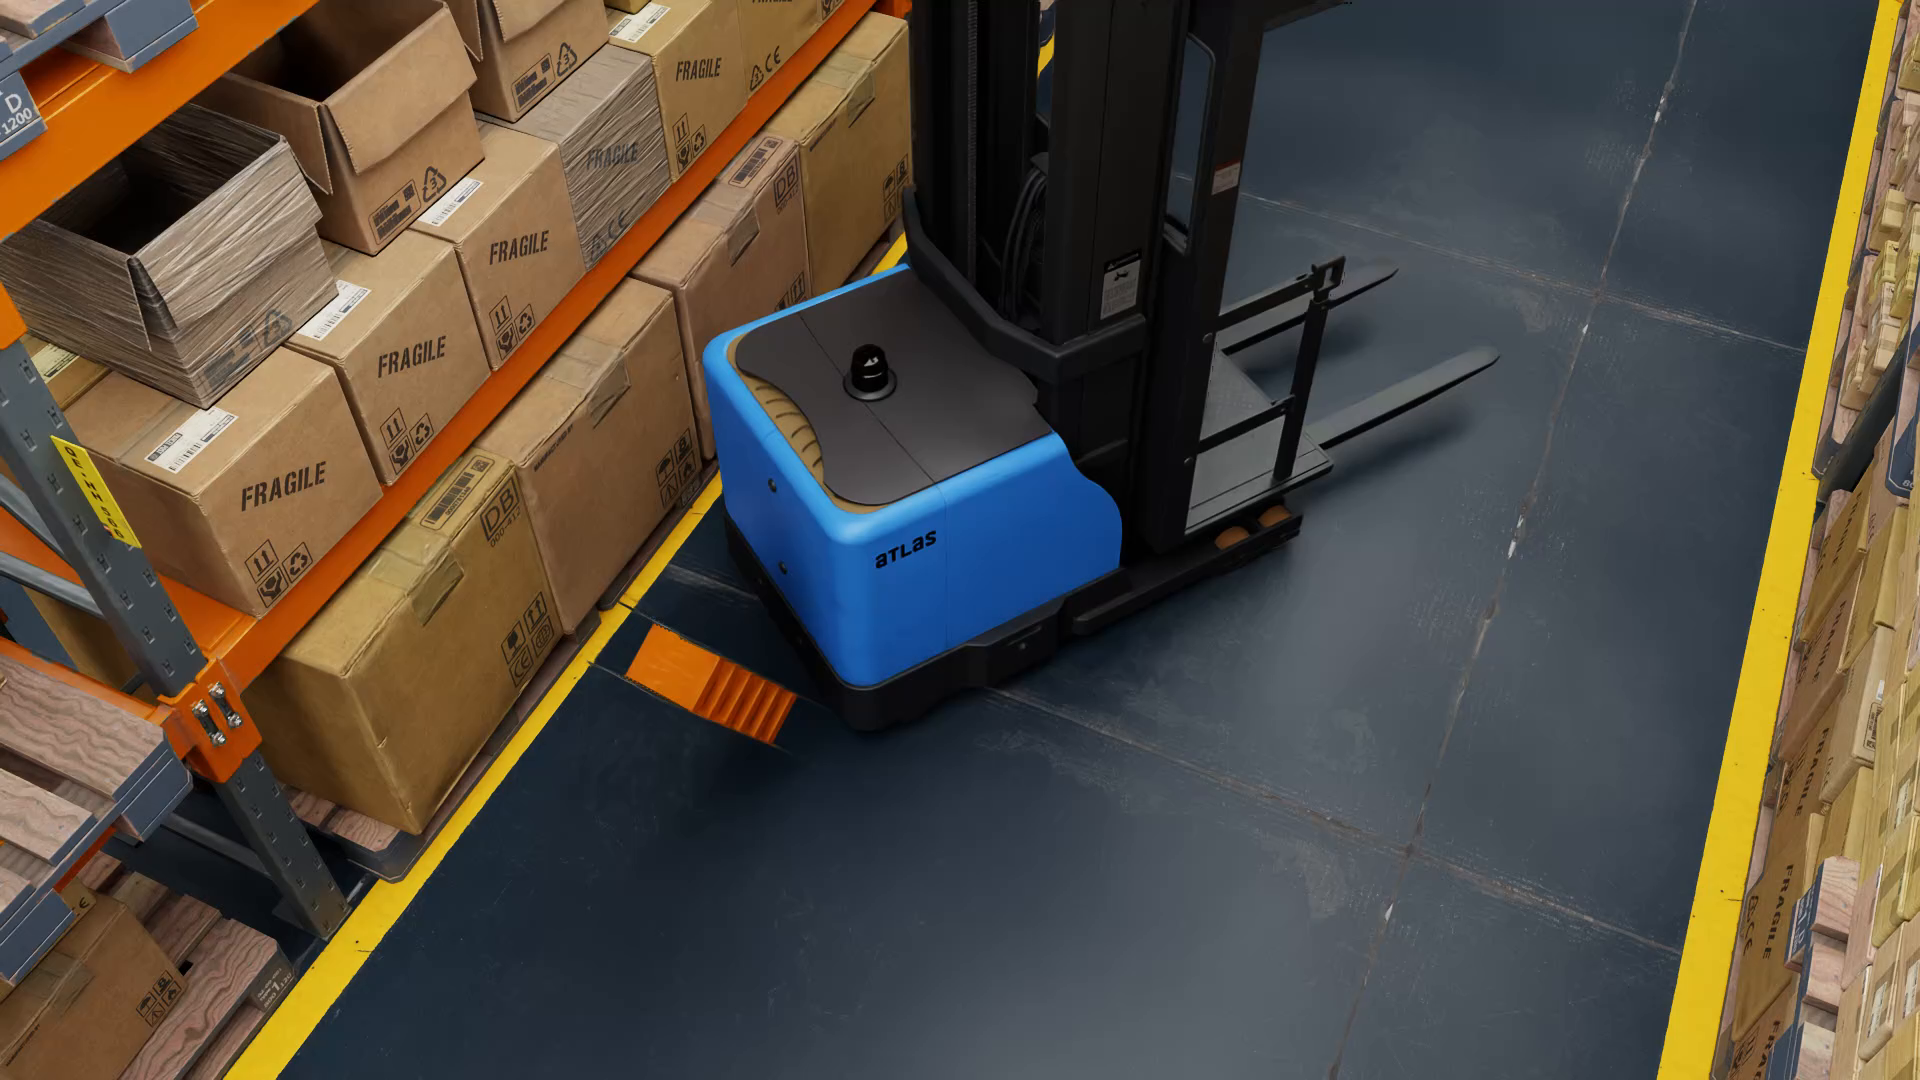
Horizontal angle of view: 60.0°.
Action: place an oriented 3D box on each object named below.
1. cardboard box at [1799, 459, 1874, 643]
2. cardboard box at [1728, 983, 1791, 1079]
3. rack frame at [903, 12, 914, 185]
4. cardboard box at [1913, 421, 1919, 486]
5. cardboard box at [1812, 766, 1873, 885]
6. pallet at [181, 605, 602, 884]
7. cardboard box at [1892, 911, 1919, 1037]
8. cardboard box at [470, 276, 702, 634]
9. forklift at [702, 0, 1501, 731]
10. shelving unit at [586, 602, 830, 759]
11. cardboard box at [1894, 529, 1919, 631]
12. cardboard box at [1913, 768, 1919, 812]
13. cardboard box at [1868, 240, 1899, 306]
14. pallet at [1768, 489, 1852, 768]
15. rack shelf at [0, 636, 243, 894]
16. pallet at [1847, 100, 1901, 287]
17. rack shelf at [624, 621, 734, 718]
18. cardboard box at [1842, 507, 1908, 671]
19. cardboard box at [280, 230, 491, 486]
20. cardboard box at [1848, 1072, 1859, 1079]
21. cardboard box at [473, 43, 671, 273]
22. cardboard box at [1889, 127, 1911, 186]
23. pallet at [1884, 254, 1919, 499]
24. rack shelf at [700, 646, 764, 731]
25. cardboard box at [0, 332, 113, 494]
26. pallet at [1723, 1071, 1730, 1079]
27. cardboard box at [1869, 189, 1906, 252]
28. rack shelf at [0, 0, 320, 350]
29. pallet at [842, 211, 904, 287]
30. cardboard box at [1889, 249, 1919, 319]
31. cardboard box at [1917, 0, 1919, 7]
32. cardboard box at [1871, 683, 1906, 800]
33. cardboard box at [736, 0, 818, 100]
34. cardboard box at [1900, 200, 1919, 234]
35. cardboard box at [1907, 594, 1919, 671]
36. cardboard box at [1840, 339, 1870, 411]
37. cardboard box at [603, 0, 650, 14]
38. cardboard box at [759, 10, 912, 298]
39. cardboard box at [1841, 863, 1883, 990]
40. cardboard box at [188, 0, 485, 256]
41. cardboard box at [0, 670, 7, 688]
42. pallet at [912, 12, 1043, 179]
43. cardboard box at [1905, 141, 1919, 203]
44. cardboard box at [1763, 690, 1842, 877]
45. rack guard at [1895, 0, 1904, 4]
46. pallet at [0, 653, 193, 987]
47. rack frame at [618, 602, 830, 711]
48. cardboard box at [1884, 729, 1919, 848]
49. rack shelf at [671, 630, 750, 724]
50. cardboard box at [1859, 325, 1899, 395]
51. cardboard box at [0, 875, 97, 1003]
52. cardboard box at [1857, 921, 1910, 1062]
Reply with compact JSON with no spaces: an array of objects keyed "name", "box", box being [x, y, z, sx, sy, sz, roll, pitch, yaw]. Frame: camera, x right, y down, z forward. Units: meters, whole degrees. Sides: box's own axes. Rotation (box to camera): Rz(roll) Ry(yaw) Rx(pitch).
[{"name":"cardboard box","box":[3.200,0.103,5.559,0.500,0.500,0.500,22,53,17]},{"name":"cardboard box","box":[2.316,1.540,4.336,0.500,0.500,0.500,22,53,18]},{"name":"rack frame","box":[-0.686,-2.677,6.558,1.000,3.000,0.127,20,52,16]},{"name":"cardboard box","box":[2.731,-0.215,4.353,0.380,0.149,0.250,18,52,15]},{"name":"cardboard box","box":[2.539,0.939,4.354,0.500,0.250,0.500,21,53,17]},{"name":"pallet","box":[-1.990,0.463,5.718,1.003,0.211,1.213,20,52,16]},{"name":"cardboard box","box":[1.951,0.854,3.052,0.380,0.149,0.250,19,52,16]},{"name":"cardboard box","box":[-1.694,-0.450,5.783,1.225,0.875,0.875,20,52,16]},{"name":"forklift","box":[0.675,-1.164,5.316,3.031,2.935,1.130,-25,54,-20]},{"name":"shelving unit","box":[-0.735,0.456,5.109,0.258,1.200,0.189,25,83,20]},{"name":"cardboard box","box":[2.508,0.147,4.045,0.380,0.149,0.250,18,52,14]},{"name":"cardboard box","box":[2.173,0.489,3.363,0.380,0.149,0.250,21,53,17]},{"name":"cardboard box","box":[3.805,-1.003,6.535,0.380,0.149,0.250,18,52,15]},{"name":"pallet","box":[3.424,0.447,5.731,1.003,0.211,1.213,20,52,16]},{"name":"rack shelf","box":[-3.249,1.688,3.317,1.077,0.370,4.000,20,52,16]},{"name":"pallet","box":[4.530,-1.407,7.309,1.003,0.211,1.213,20,52,16]},{"name":"rack shelf","box":[-0.814,0.374,4.815,0.258,0.103,0.180,25,83,20]},{"name":"cardboard box","box":[2.975,0.228,4.960,0.500,0.250,0.500,21,53,17]},{"name":"cardboard box","box":[-1.723,-0.557,4.689,0.500,0.500,0.500,19,52,15]},{"name":"cardboard box","box":[1.842,1.217,3.134,0.380,0.149,0.250,21,53,17]},{"name":"cardboard box","box":[-1.292,-1.255,5.282,0.500,0.500,0.500,20,52,16]},{"name":"cardboard box","box":[4.302,-1.634,7.267,0.380,0.149,0.250,20,52,16]},{"name":"pallet","box":[3.297,-0.453,4.792,1.003,0.211,1.213,20,52,16]},{"name":"rack shelf","box":[-0.754,0.436,5.039,0.258,0.103,0.180,25,83,20]},{"name":"cardboard box","box":[-2.408,-0.376,4.534,0.500,0.500,0.500,21,53,17]},{"name":"pallet","box":[2.382,2.127,4.302,1.003,0.211,1.213,20,52,16]},{"name":"cardboard box","box":[4.057,-1.300,6.982,0.380,0.149,0.250,20,52,16]},{"name":"rack shelf","box":[-1.541,-2.039,4.518,1.077,0.370,4.000,20,52,16]},{"name":"pallet","box":[-0.948,-1.218,7.147,1.003,0.211,1.213,20,52,16]},{"name":"cardboard box","box":[3.745,-0.917,6.267,0.380,0.149,0.250,20,53,17]},{"name":"cardboard box","box":[4.951,-2.704,8.177,0.380,0.149,0.250,21,53,17]},{"name":"cardboard box","box":[2.282,0.513,3.733,0.380,0.149,0.250,18,52,15]},{"name":"cardboard box","box":[-0.857,-1.960,5.883,0.500,0.500,0.500,21,53,17]},{"name":"cardboard box","box":[4.092,-1.326,6.810,0.380,0.149,0.250,21,53,17]},{"name":"cardboard box","box":[2.395,0.232,3.777,0.380,0.149,0.250,21,53,17]},{"name":"cardboard box","box":[3.615,-0.587,6.376,0.380,0.149,0.250,20,53,17]},{"name":"cardboard box","box":[-1.255,-2.123,5.363,0.797,0.503,0.637,20,53,16]},{"name":"cardboard box","box":[-0.941,-1.677,6.827,1.225,0.875,0.875,20,52,16]},{"name":"cardboard box","box":[2.059,0.869,3.430,0.380,0.149,0.250,21,53,17]},{"name":"cardboard box","box":[-1.787,-1.226,4.600,0.797,0.503,0.637,21,53,17]},{"name":"cardboard box","box":[-2.590,0.294,3.689,0.500,0.500,0.500,14,51,12]},{"name":"pallet","box":[-0.290,-2.272,8.044,1.003,0.211,1.213,20,52,16]},{"name":"cardboard box","box":[4.059,-1.461,6.729,0.380,0.149,0.250,17,52,14]},{"name":"cardboard box","box":[2.764,0.833,4.937,0.500,0.500,0.500,21,53,17]},{"name":"rack guard","box":[5.432,-2.886,8.377,1.175,0.500,0.348,20,52,16]},{"name":"pallet","box":[-2.603,0.665,3.841,1.213,0.211,1.003,20,52,16]},{"name":"rack frame","box":[-0.693,0.375,5.120,0.240,1.200,0.006,25,83,20]},{"name":"cardboard box","box":[2.176,0.583,3.478,0.380,0.149,0.250,20,52,16]},{"name":"rack shelf","box":[-0.784,0.405,4.927,0.258,0.103,0.180,25,83,20]},{"name":"cardboard box","box":[3.602,-0.623,6.211,0.380,0.149,0.250,21,53,17]},{"name":"cardboard box","box":[-2.654,0.973,4.313,0.500,0.250,0.500,22,53,18]},{"name":"cardboard box","box":[1.958,0.937,3.177,0.380,0.149,0.250,22,53,17]}]
